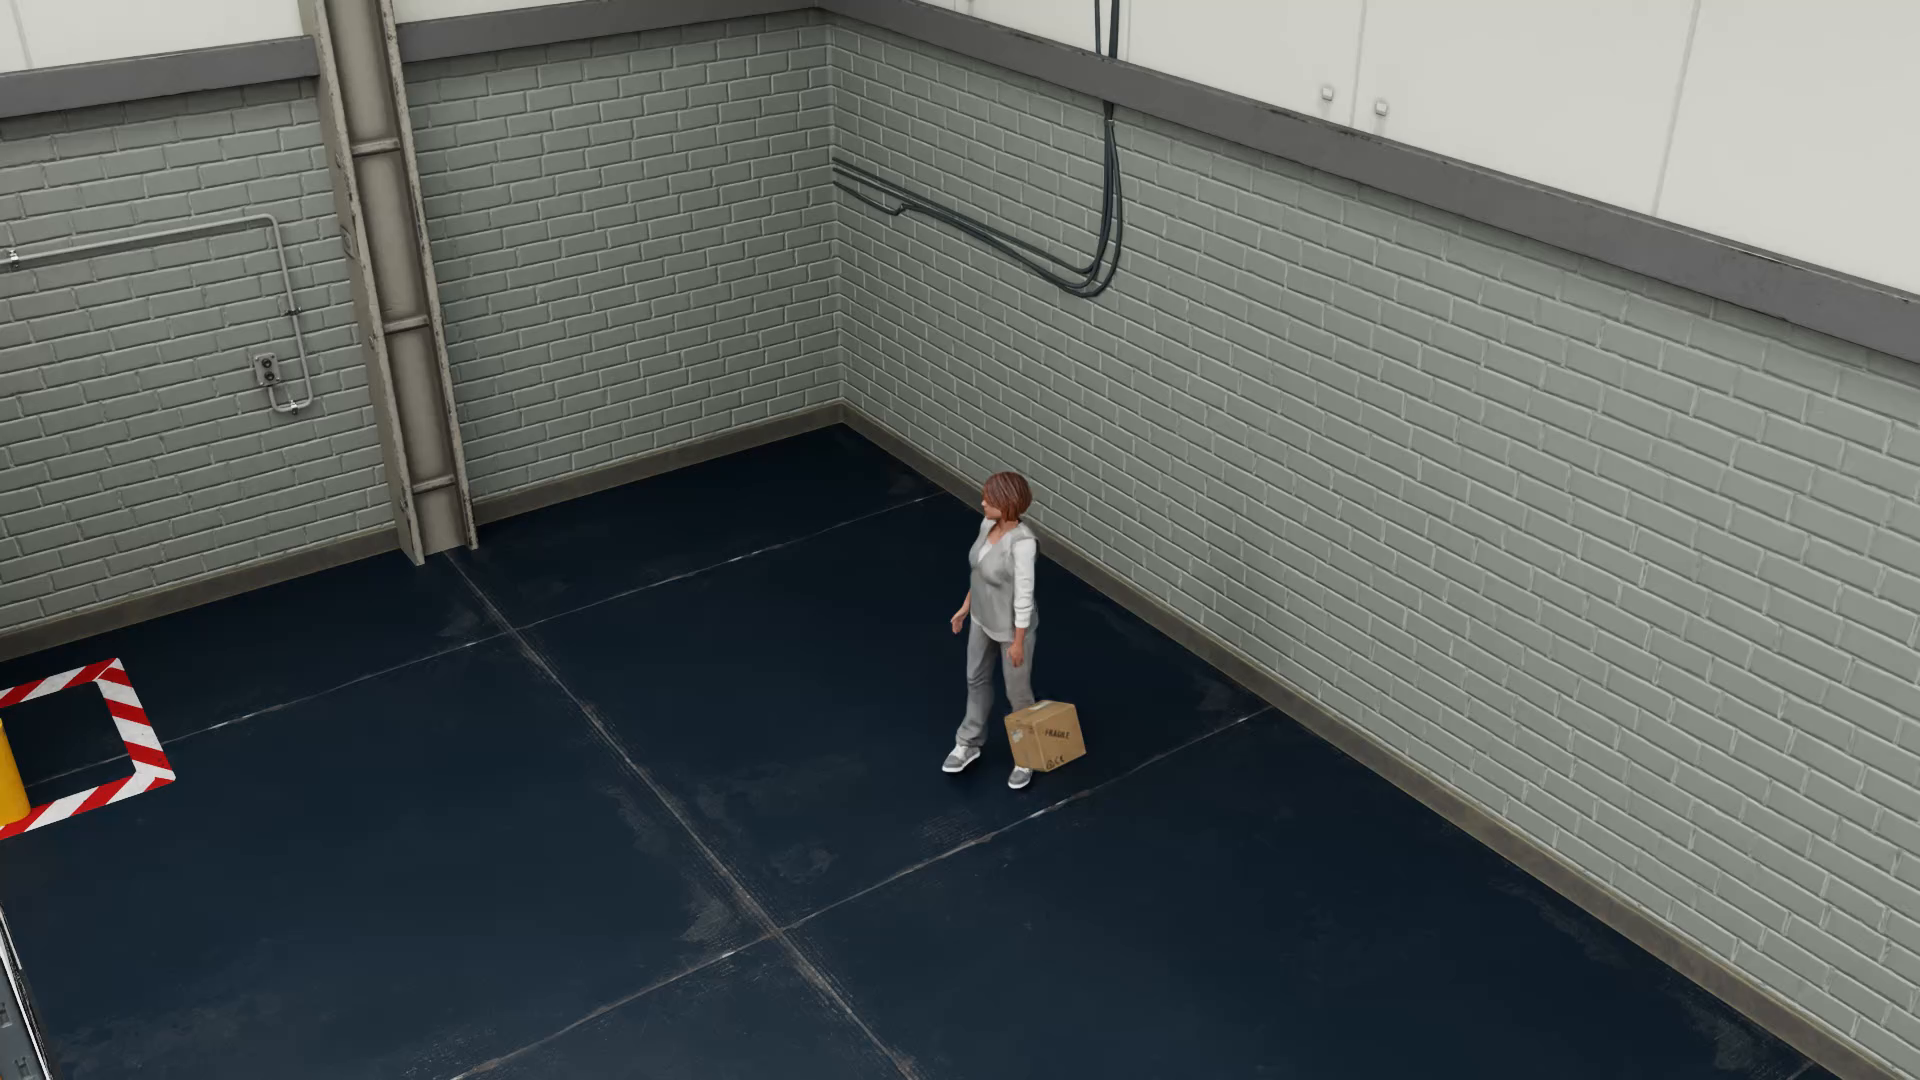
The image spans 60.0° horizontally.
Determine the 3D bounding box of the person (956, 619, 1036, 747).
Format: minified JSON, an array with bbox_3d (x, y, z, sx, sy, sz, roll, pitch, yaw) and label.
[{"bbox_3d":[0.191,0.670,8.003,0.351,0.858,0.353,-17,33,-28],"label":"person"}]
